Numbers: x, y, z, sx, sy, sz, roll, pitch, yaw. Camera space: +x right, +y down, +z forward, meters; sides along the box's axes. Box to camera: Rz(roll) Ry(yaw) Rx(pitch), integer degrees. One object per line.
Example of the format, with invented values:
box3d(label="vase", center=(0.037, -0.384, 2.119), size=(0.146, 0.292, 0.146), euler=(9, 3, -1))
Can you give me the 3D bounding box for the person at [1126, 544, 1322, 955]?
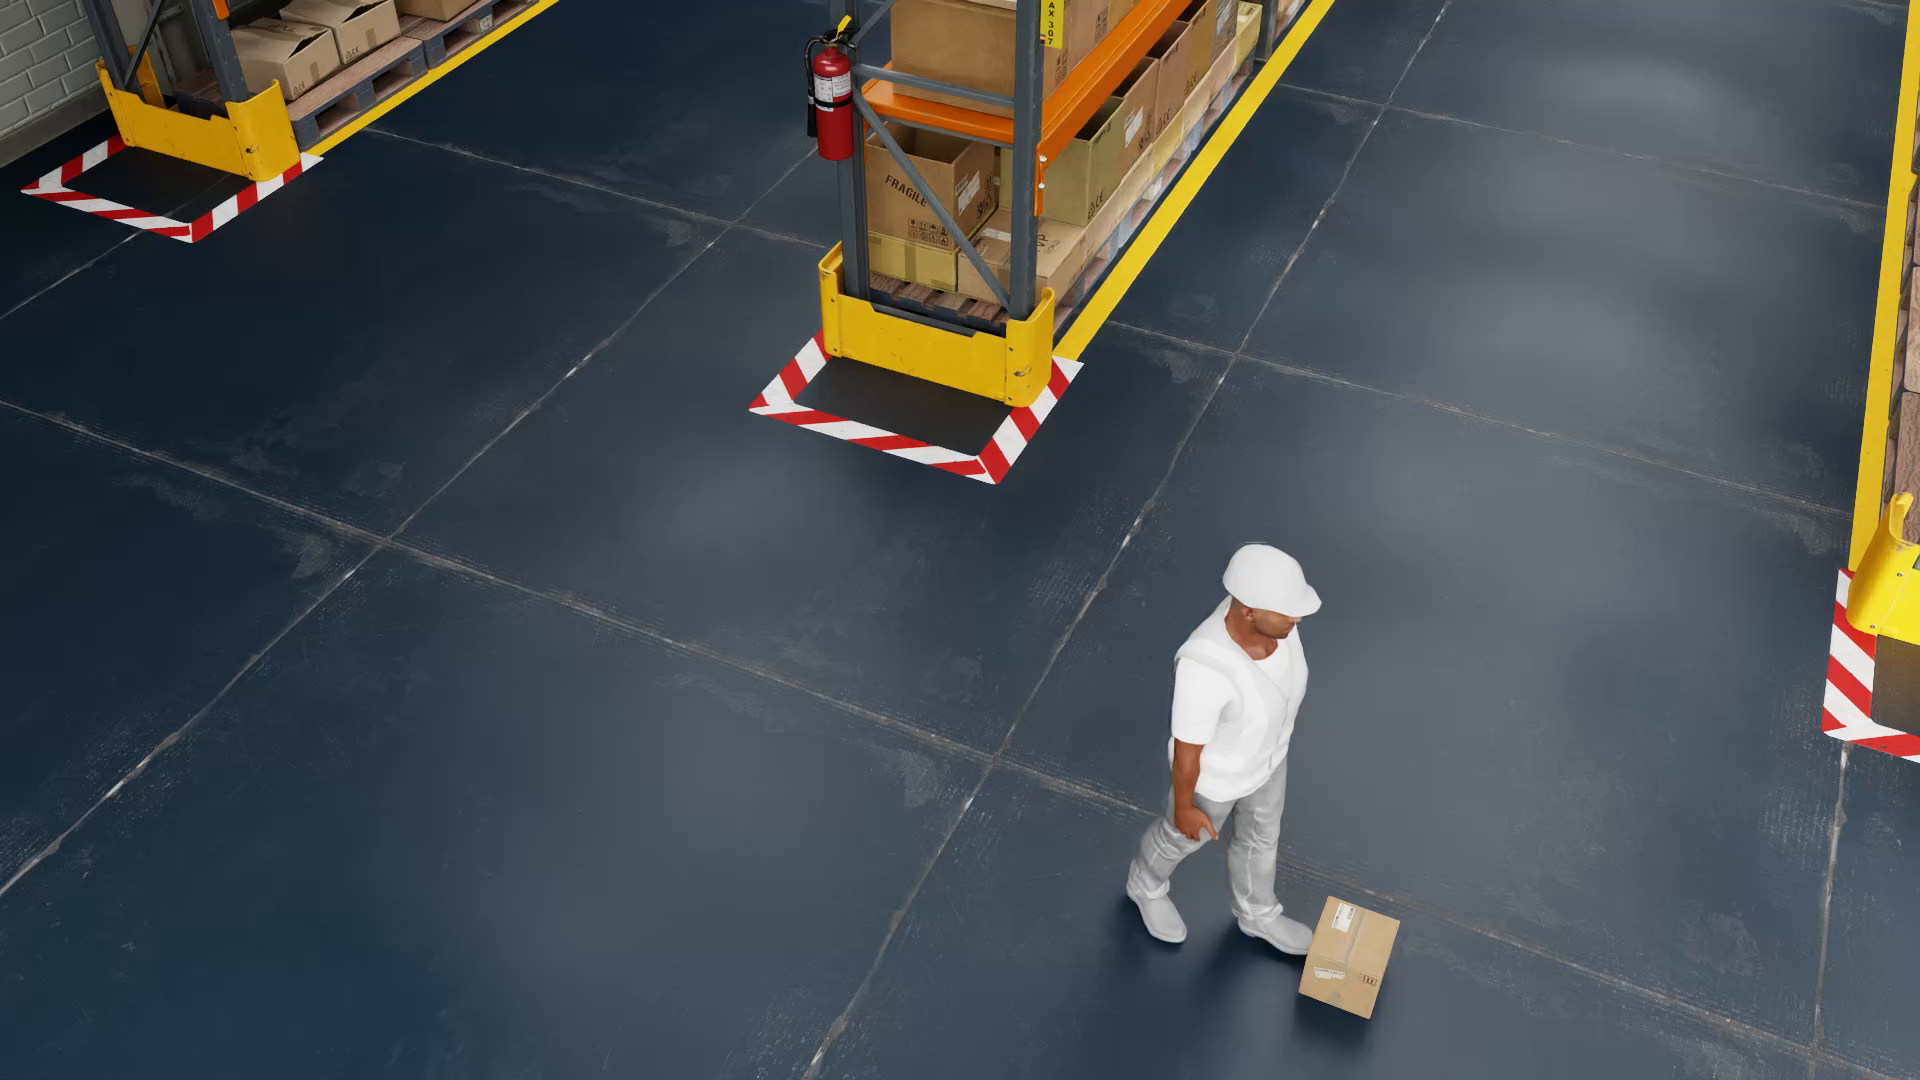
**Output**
box3d(label="person", center=(0.900, 0.721, 5.322), size=(0.686, 1.768, 0.579), euler=(31, 50, 30))
